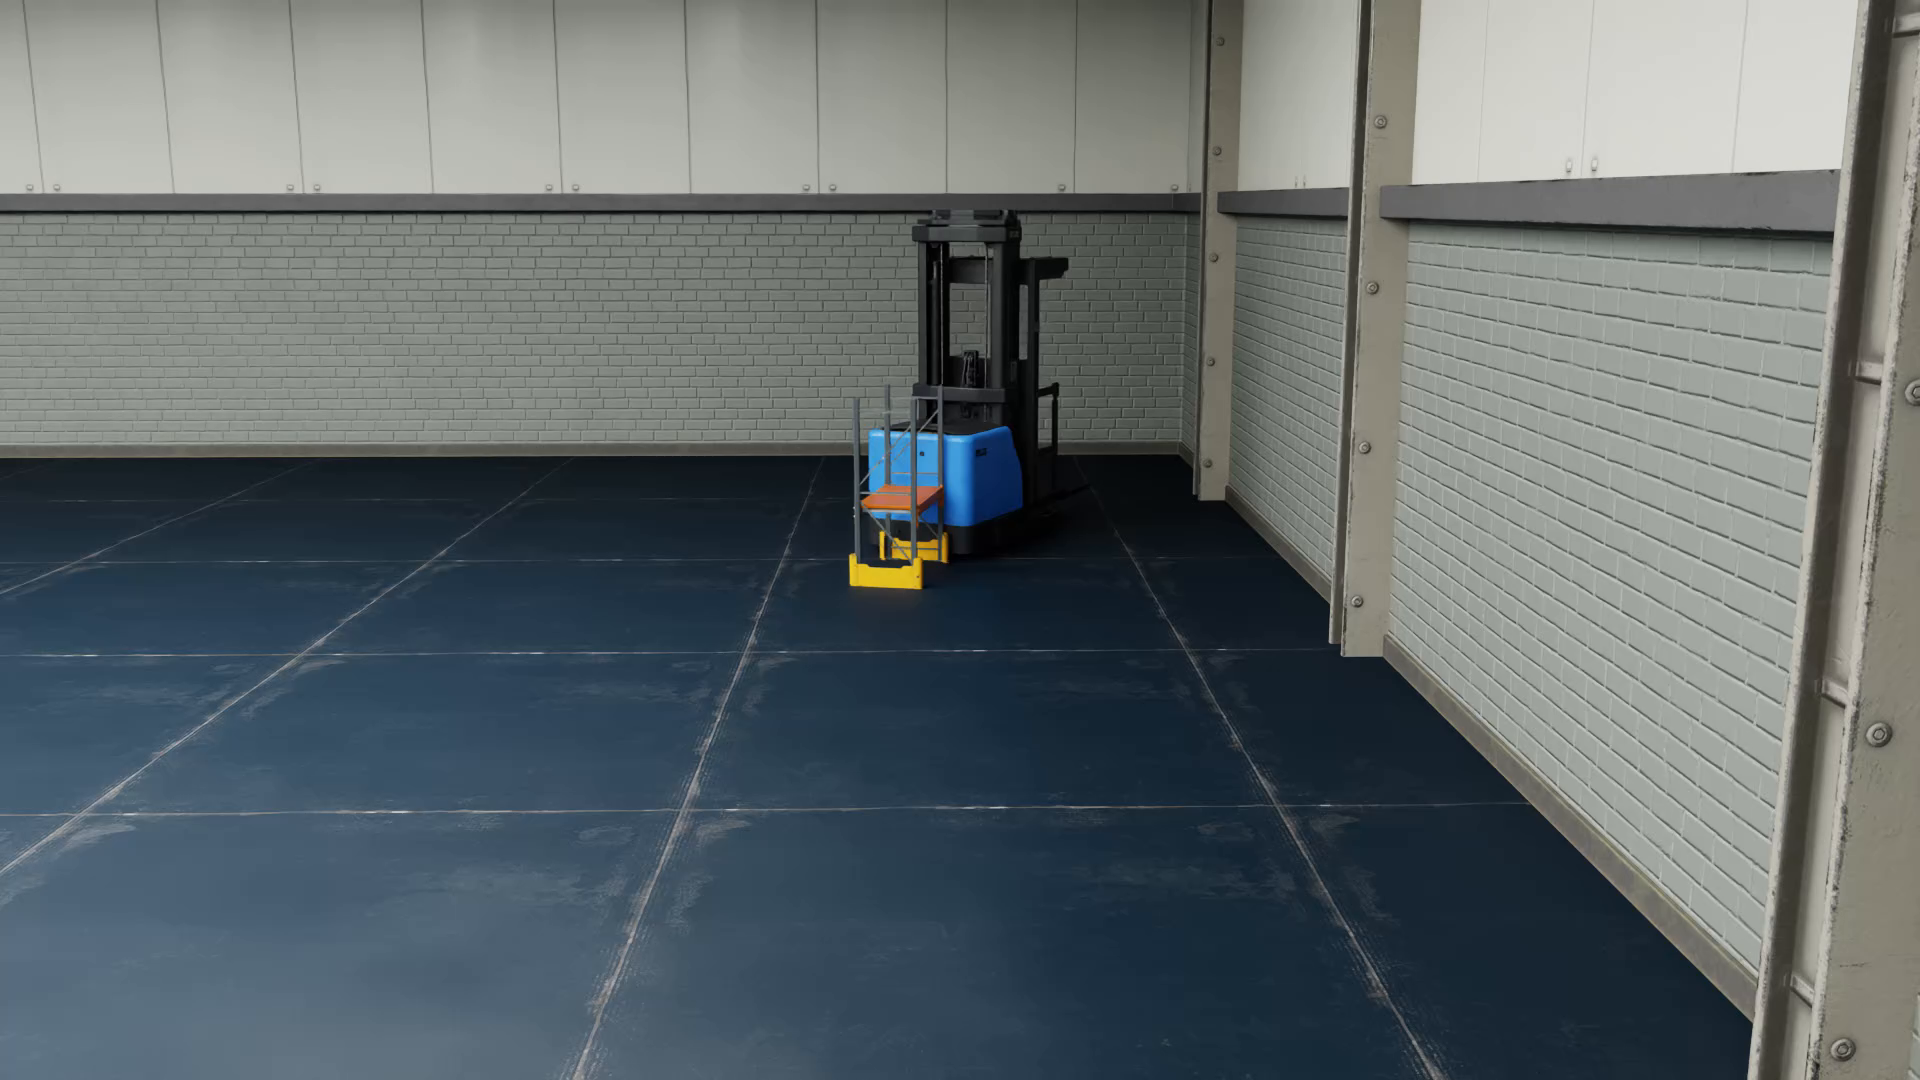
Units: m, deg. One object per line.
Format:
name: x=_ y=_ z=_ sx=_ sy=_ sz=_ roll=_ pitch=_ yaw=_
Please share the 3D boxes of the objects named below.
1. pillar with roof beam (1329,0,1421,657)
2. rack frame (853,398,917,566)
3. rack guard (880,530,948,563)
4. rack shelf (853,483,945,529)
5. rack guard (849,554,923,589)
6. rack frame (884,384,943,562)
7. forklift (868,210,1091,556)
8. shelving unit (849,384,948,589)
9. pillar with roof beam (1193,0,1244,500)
pillar with roof beam: x=-1.580 y=-3.647 z=10.405 sx=9.100 sy=9.000 sz=0.400 roll=0 pitch=11 yaw=-1
rack frame: x=-0.586 y=-0.363 z=13.077 sx=0.500 sy=1.500 sz=0.032 roll=2 pitch=12 yaw=11
rack guard: x=-0.392 y=0.055 z=14.160 sx=0.587 sy=0.250 sz=0.087 roll=2 pitch=12 yaw=11
rack shelf: x=-0.487 y=-0.286 z=13.602 sx=0.538 sy=0.185 sz=1.000 roll=2 pitch=12 yaw=11
rack guard: x=-0.586 y=0.249 z=13.203 sx=0.587 sy=0.250 sz=0.087 roll=2 pitch=12 yaw=11
rack frame: x=-0.388 y=-0.562 z=14.055 sx=0.500 sy=1.500 sz=0.032 roll=2 pitch=12 yaw=11
forklift: x=0.321 y=-1.552 z=15.339 sx=1.130 sy=2.935 sz=3.031 roll=6 pitch=13 yaw=27
shelving unit: x=-0.489 y=-0.461 z=13.557 sx=0.587 sy=1.500 sz=1.083 roll=2 pitch=12 yaw=11
pillar with roof beam: x=-1.704 y=-4.840 z=16.284 sx=9.100 sy=9.000 sz=0.400 roll=0 pitch=11 yaw=-1
